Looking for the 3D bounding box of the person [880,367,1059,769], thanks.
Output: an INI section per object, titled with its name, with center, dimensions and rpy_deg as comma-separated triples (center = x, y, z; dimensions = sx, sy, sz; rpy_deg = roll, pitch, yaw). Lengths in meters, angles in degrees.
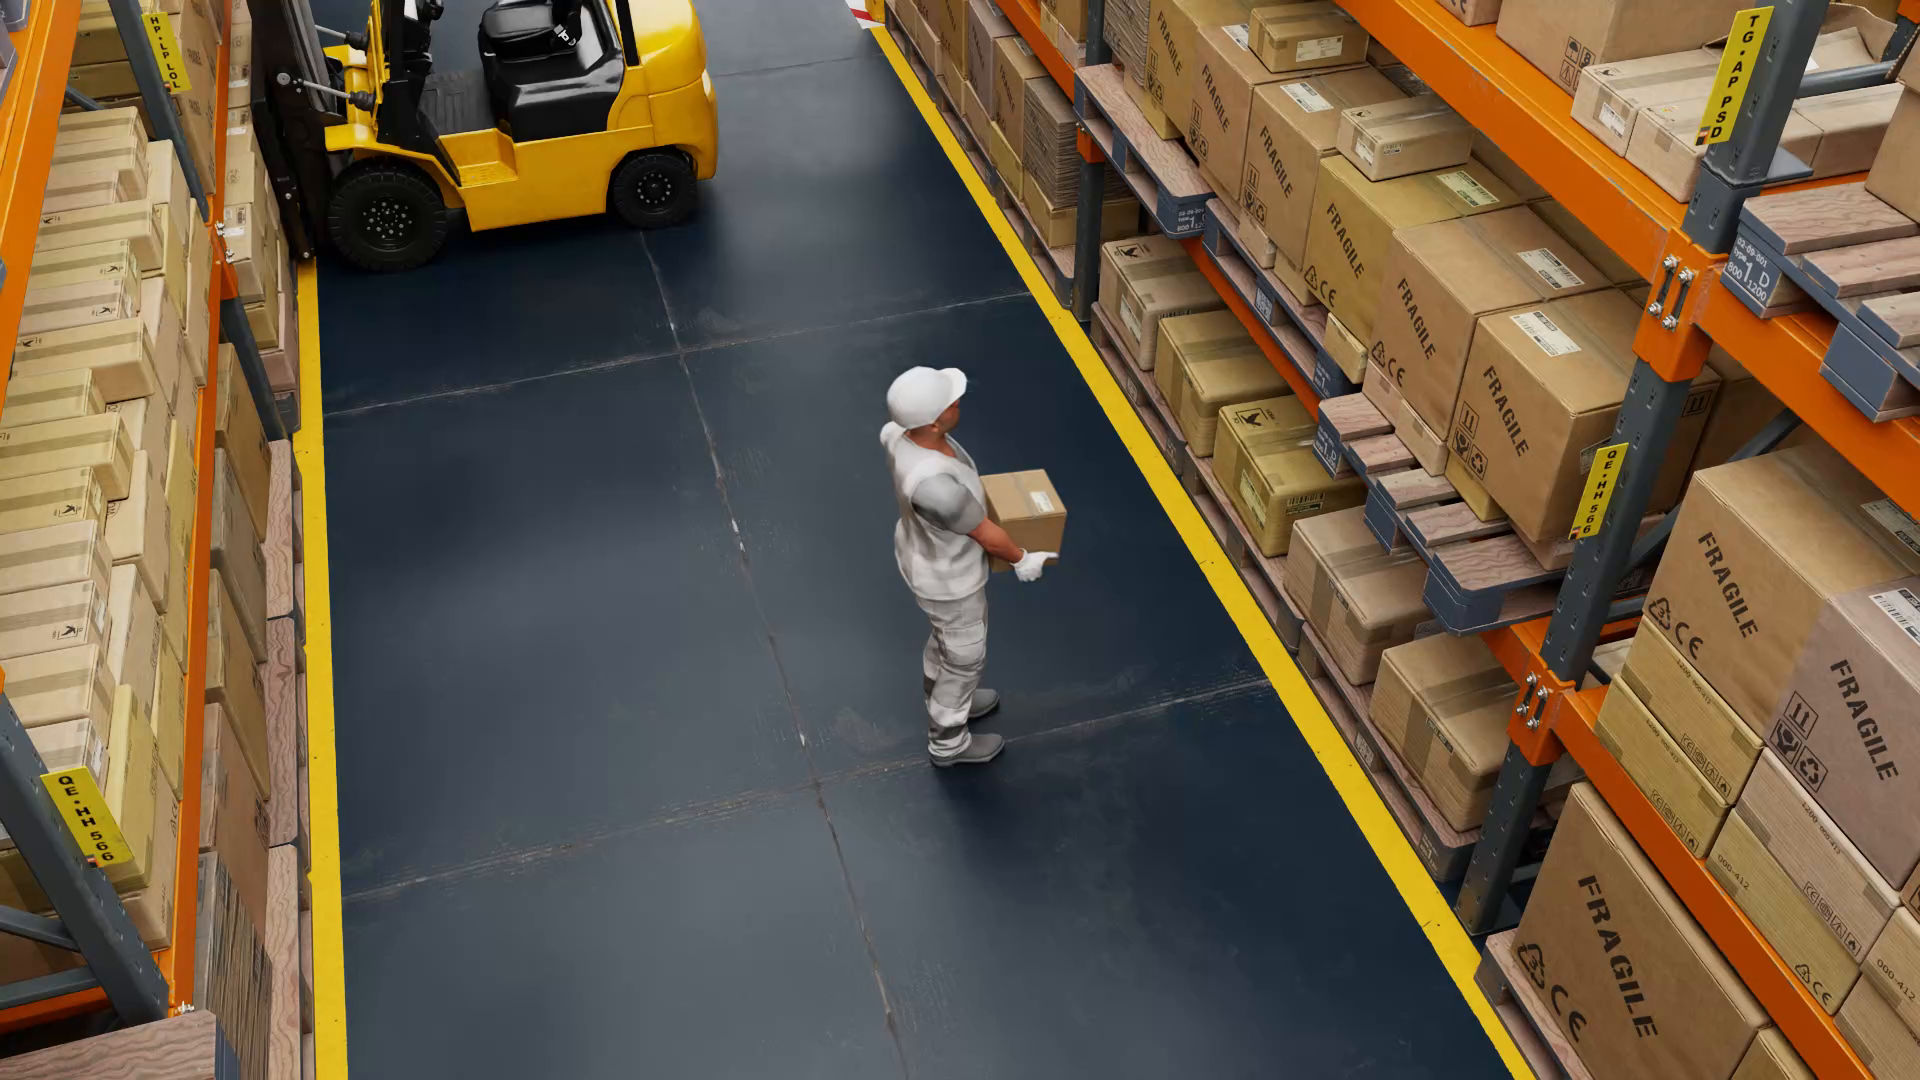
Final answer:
[person]
center = 0.037, 0.082, 6.055
dimensions = 0.573, 1.782, 0.494
rpy_deg = -12, 43, -13
